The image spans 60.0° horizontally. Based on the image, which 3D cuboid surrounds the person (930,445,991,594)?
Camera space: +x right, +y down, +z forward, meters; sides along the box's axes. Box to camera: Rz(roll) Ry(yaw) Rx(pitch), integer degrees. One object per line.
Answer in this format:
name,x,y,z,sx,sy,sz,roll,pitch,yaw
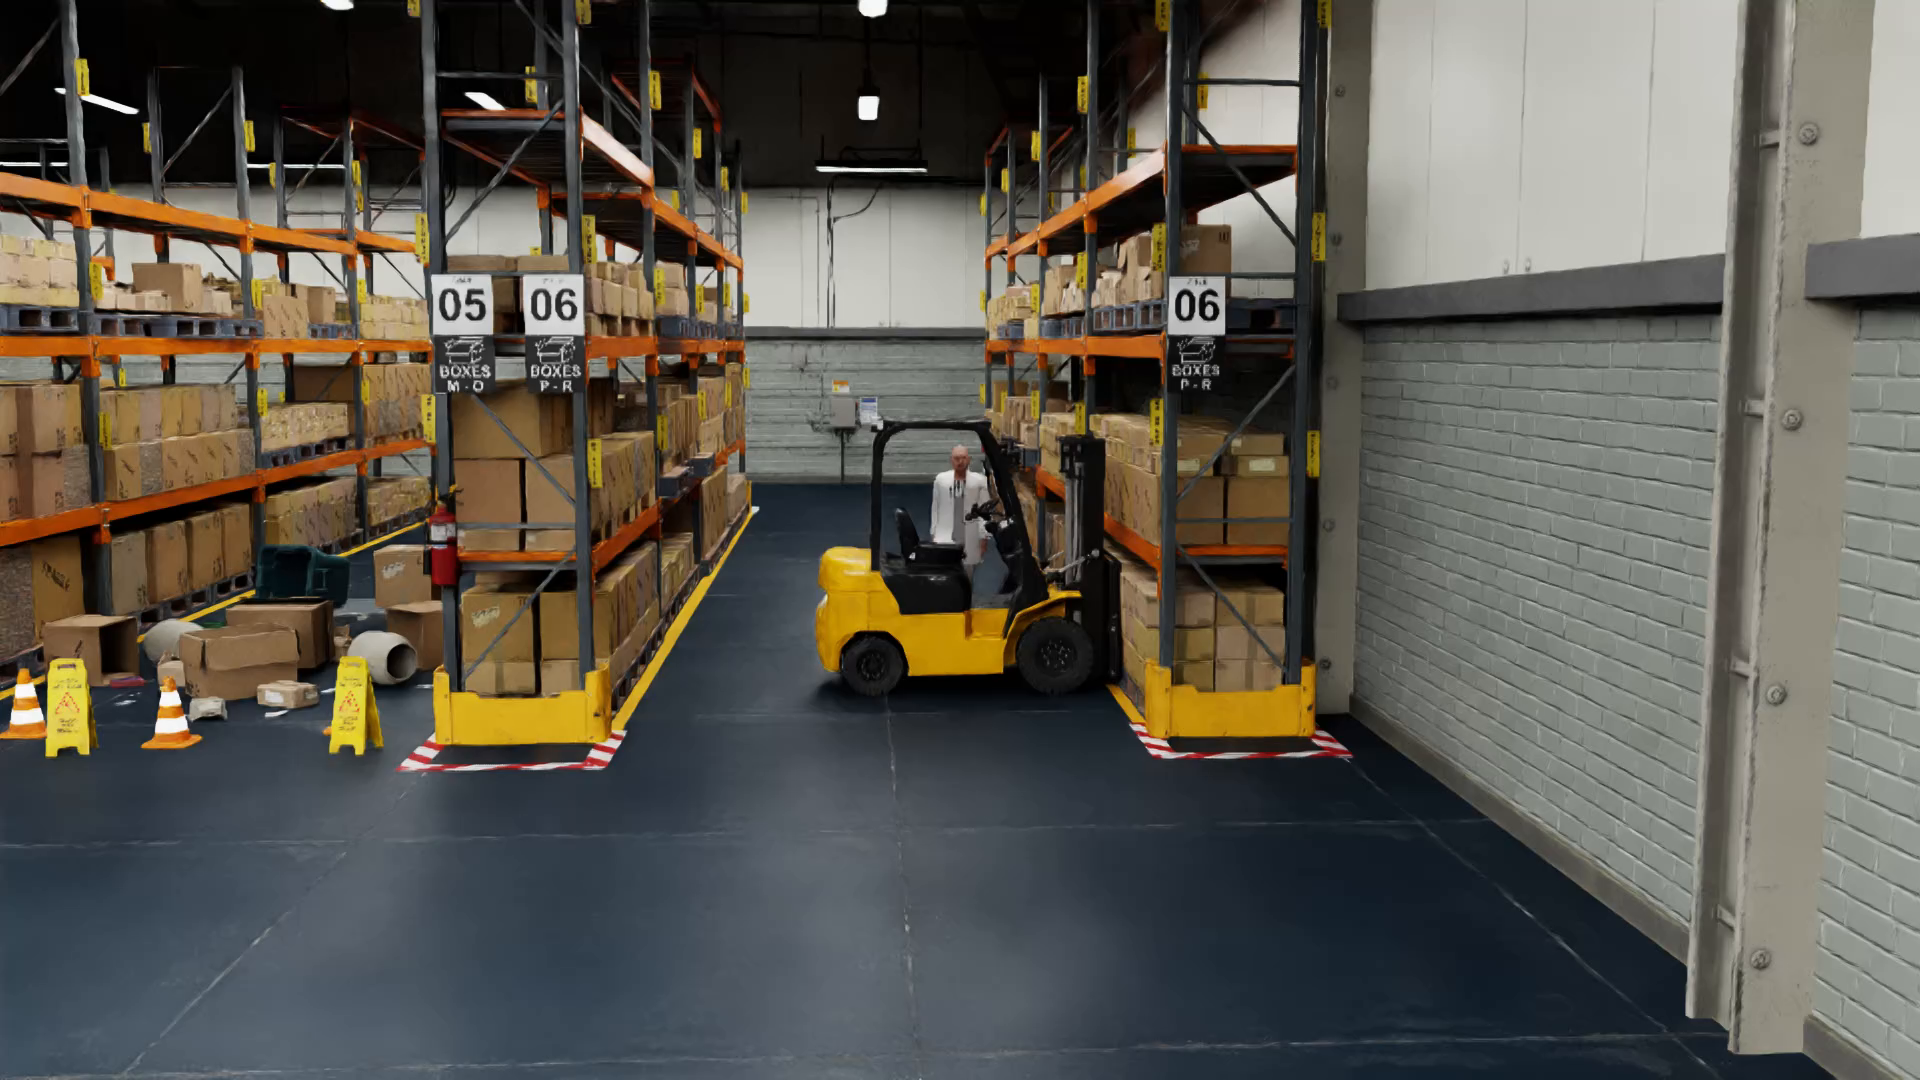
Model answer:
person,0.004,-0.009,15.782,0.583,1.779,0.645,0,7,0
